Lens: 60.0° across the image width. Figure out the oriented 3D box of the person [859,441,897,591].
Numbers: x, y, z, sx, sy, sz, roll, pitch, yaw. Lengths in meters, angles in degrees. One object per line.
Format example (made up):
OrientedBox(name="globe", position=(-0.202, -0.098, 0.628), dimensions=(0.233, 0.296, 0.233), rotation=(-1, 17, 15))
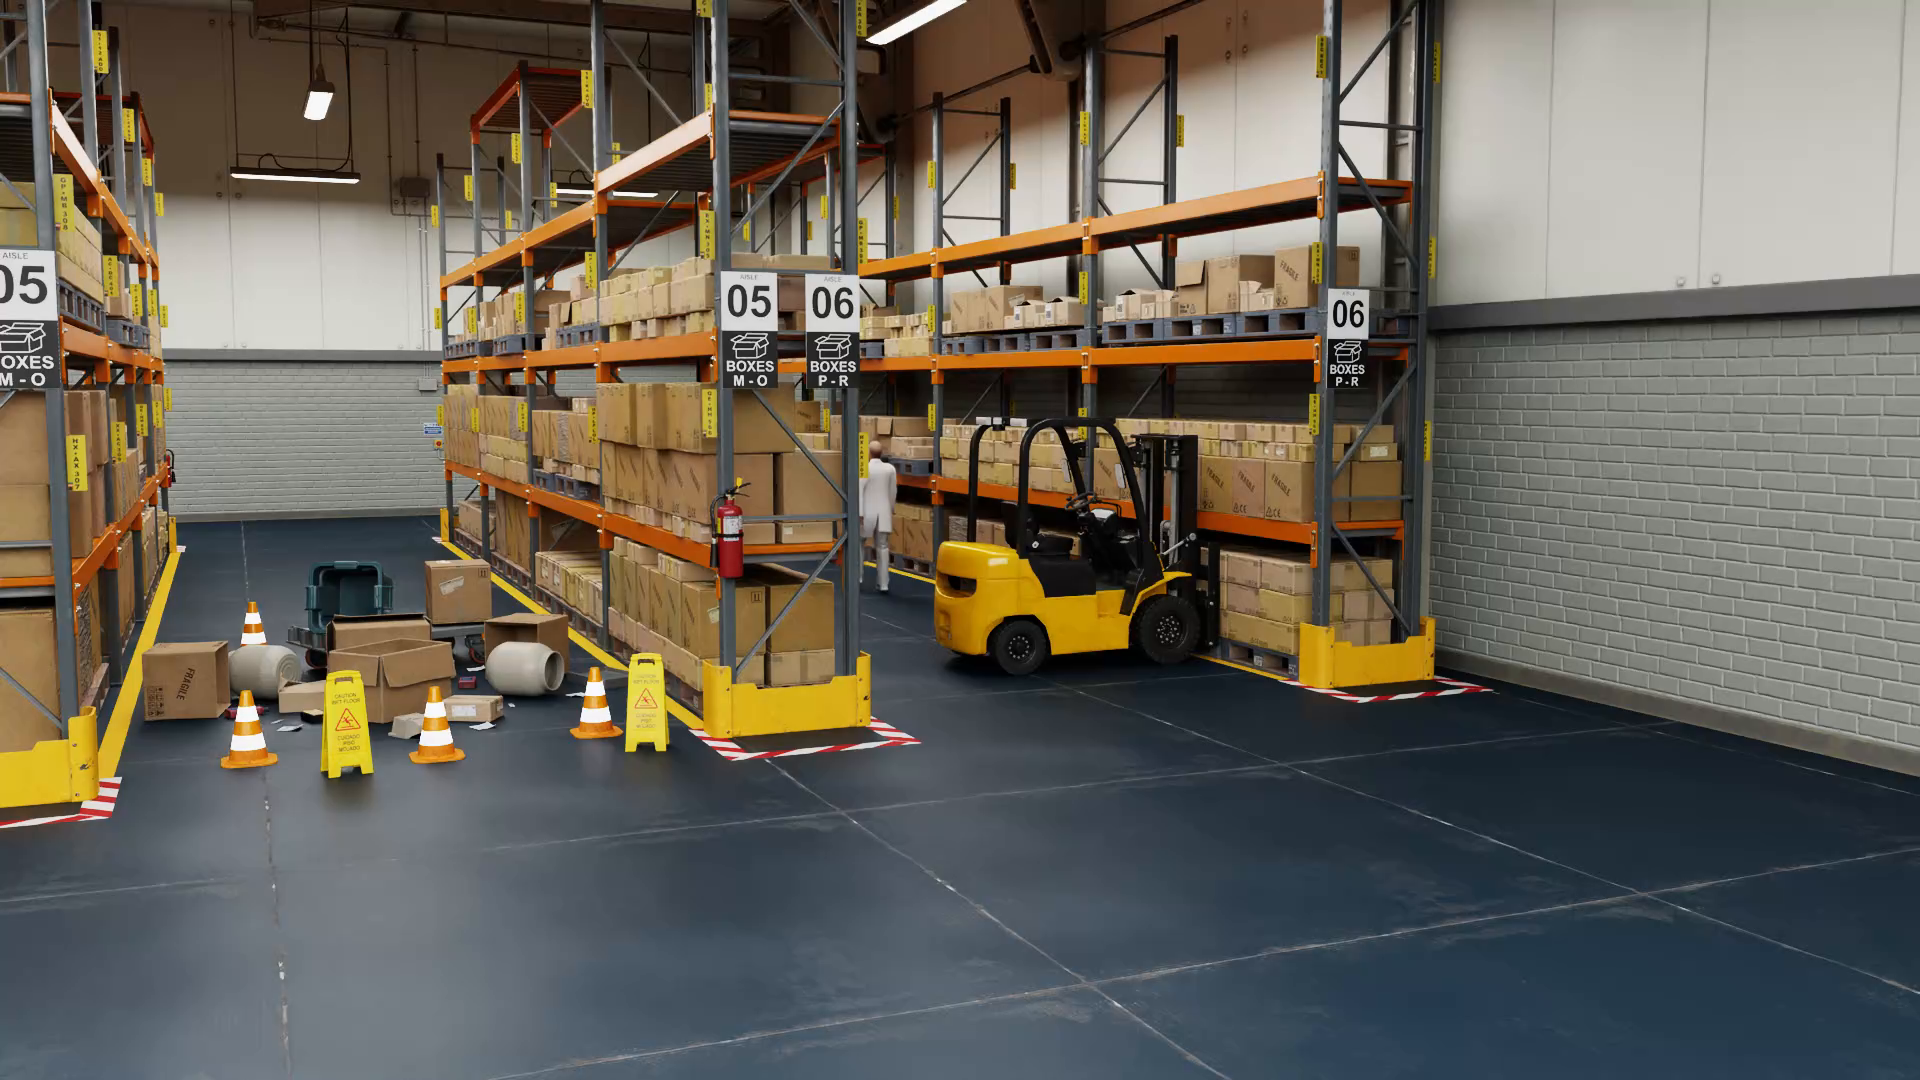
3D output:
OrientedBox(name="person", position=(-1.044, -0.278, 19.733), dimensions=(0.580, 1.801, 0.833), rotation=(-2, 6, -21))
